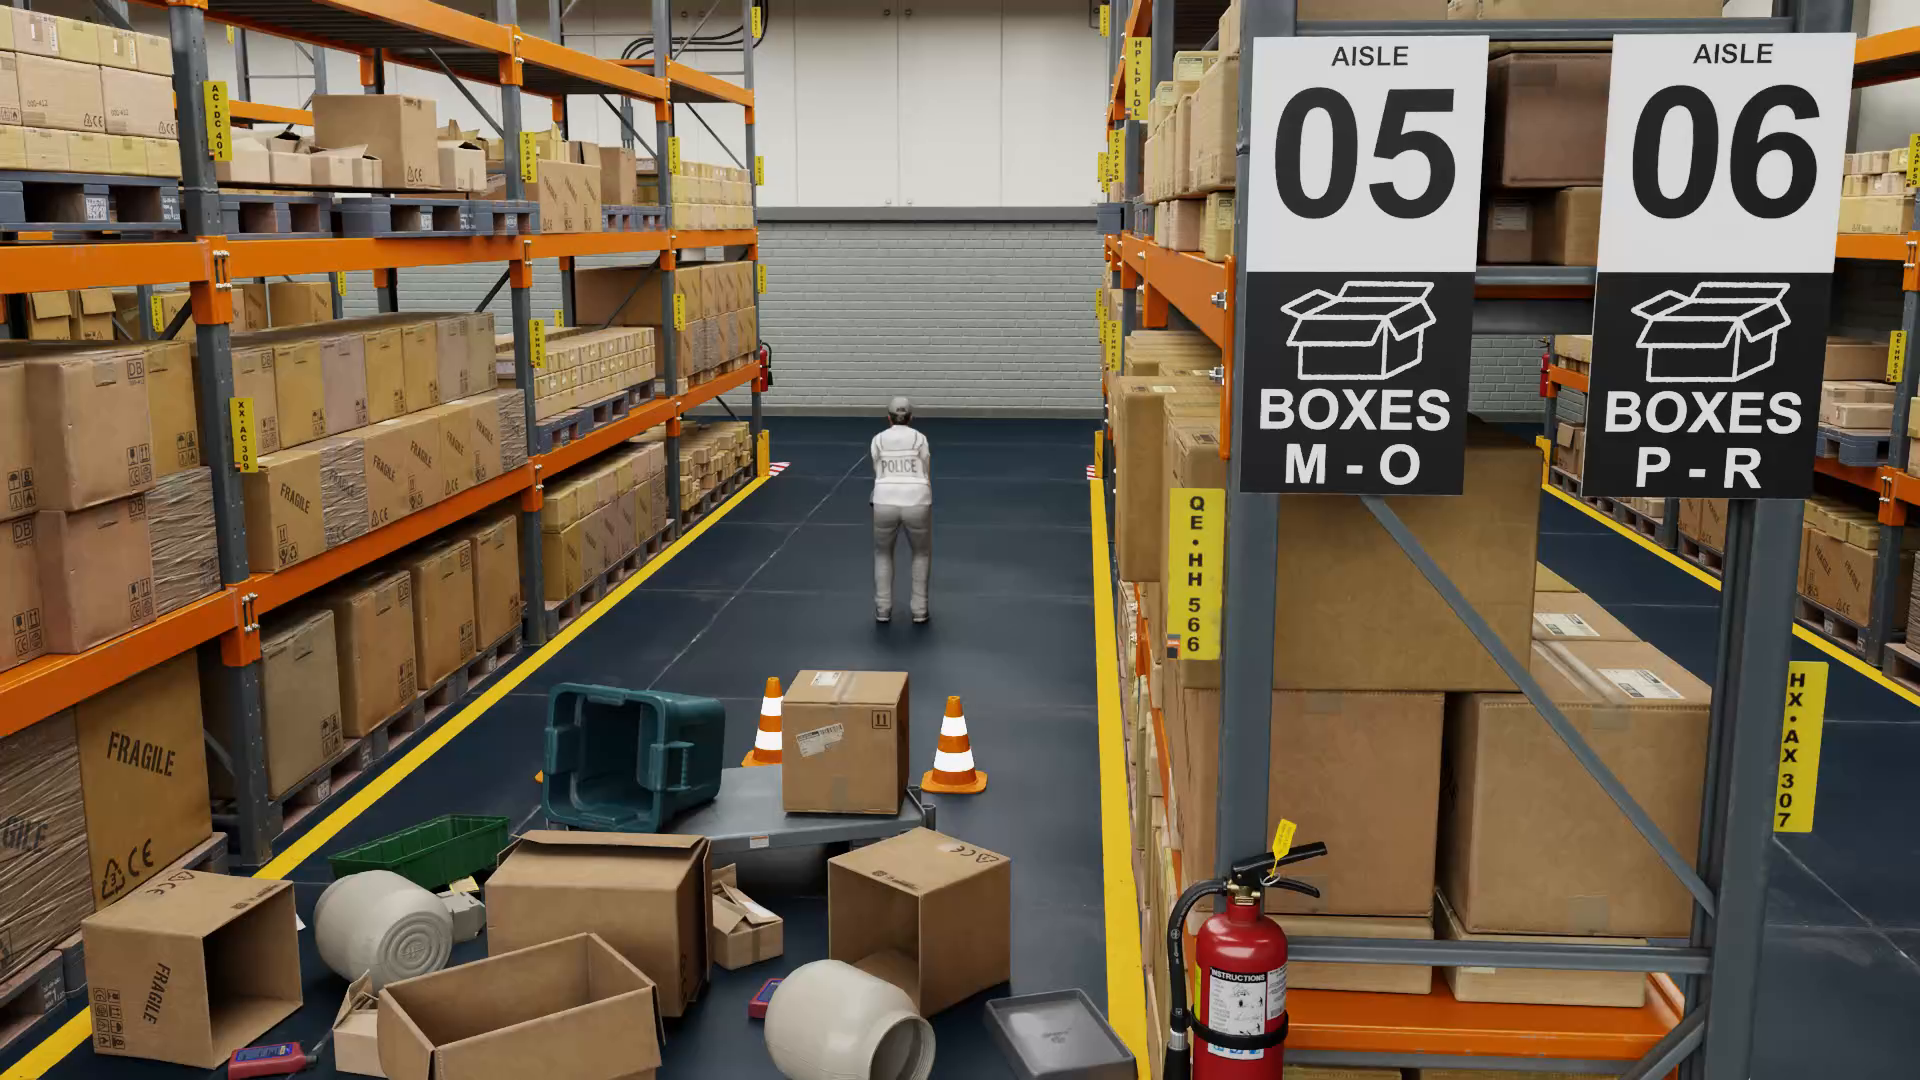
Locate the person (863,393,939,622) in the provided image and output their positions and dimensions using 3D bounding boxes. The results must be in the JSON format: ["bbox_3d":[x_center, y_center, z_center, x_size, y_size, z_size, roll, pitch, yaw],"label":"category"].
[{"bbox_3d":[-0.430,-0.231,12.119,0.546,1.665,0.469,0,11,1],"label":"person"}]
